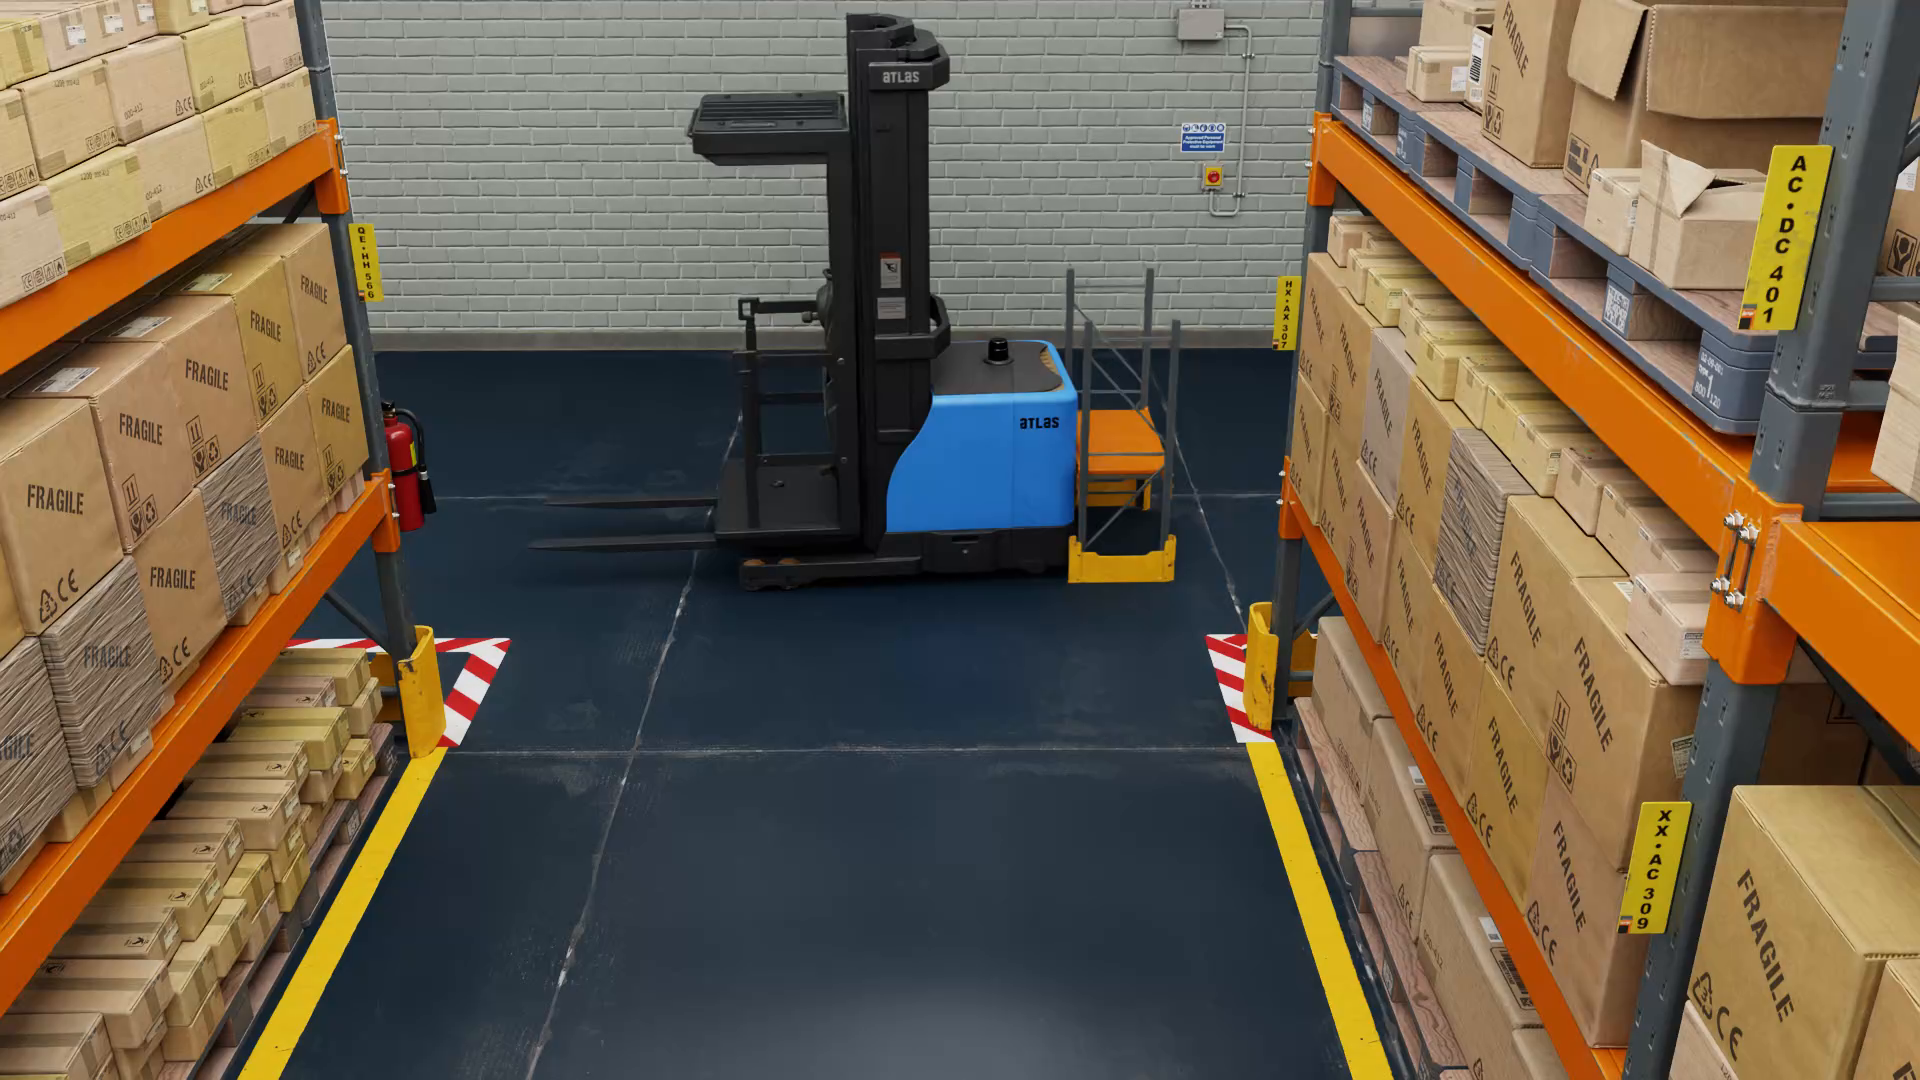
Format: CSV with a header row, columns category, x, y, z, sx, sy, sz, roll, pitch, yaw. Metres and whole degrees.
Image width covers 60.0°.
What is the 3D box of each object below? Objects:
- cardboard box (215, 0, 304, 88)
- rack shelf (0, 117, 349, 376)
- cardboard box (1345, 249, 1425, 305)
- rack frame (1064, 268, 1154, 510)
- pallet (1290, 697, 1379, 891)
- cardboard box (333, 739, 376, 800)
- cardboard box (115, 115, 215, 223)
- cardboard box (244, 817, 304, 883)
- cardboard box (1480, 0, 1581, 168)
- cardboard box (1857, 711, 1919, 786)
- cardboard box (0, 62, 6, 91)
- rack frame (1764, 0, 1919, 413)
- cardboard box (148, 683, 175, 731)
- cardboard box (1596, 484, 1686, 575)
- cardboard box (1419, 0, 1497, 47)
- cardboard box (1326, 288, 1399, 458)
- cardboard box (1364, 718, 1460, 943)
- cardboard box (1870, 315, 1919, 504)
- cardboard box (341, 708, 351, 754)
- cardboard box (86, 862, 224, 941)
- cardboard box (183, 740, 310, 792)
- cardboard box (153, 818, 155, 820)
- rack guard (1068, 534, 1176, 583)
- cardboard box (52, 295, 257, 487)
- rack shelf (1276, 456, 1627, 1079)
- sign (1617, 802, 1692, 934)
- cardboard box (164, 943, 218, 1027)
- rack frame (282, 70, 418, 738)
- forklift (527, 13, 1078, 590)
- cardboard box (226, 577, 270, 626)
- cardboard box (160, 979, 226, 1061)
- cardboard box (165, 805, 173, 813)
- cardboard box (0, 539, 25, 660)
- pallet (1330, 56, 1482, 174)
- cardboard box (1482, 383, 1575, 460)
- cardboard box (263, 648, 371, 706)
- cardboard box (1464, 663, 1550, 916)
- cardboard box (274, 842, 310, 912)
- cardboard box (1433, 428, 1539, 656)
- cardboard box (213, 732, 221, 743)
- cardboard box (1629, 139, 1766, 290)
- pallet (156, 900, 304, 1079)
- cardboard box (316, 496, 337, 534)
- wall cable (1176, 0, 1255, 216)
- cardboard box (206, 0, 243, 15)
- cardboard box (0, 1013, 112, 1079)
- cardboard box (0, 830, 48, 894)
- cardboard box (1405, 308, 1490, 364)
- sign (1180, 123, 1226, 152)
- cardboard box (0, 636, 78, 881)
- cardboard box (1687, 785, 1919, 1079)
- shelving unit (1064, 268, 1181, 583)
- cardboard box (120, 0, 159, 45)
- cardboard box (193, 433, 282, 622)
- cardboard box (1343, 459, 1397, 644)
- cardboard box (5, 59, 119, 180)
category,x,y,z,sx,sy,sz,roll,pitch,yaw
cardboard box,-2.738,-1.811,6.050,0.500,0.250,0.500,-1,24,-2
rack shelf,-2.975,-0.689,4.866,1.077,0.370,4.000,0,24,-1
cardboard box,1.641,-0.972,6.137,0.380,0.149,0.250,0,24,1
rack frame,0.866,-0.877,9.869,0.500,1.500,0.032,-1,24,-2
pallet,2.038,1.062,7.146,1.003,0.211,1.213,0,24,-1
cardboard box,-2.679,0.955,6.948,0.380,0.149,0.250,0,24,1
cardboard box,-2.723,-1.171,5.242,0.500,0.250,0.500,1,24,2
cardboard box,-2.680,1.142,6.174,0.380,0.149,0.250,0,24,0
cardboard box,1.824,-1.356,4.715,0.500,0.500,0.500,0,24,0
cardboard box,2.232,0.412,3.864,0.500,0.500,0.500,0,24,0
cardboard box,-2.681,-1.196,4.207,0.380,0.149,0.250,1,24,2
rack frame,1.995,-1.623,2.418,1.000,3.000,0.127,0,24,-1
cardboard box,-2.742,0.518,5.270,0.380,0.149,0.250,1,24,1
cardboard box,1.786,-0.024,4.040,0.380,0.149,0.250,0,24,0
cardboard box,2.046,-1.888,6.196,0.500,0.250,0.500,-2,24,-5
cardboard box,1.685,-0.627,6.162,0.500,0.500,0.500,-1,24,-2
cardboard box,2.077,1.087,6.306,0.875,0.438,0.875,0,24,1
cardboard box,1.651,-0.179,2.518,0.396,0.266,0.258,0,24,-1
cardboard box,-2.757,0.822,6.881,0.380,0.149,0.250,-1,24,-2
cardboard box,-2.742,1.224,5.632,0.380,0.149,0.250,0,24,0
cardboard box,-2.723,0.897,6.356,0.380,0.149,0.250,-1,24,-3
cardboard box,-3.218,1.144,6.170,0.380,0.149,0.250,-1,24,-3
rack guard,0.896,0.103,9.218,0.587,0.250,0.087,-1,24,-2
cardboard box,-2.723,-0.500,5.520,0.500,0.500,0.500,1,24,2
rack shelf,1.973,0.614,5.625,1.077,0.370,4.000,0,24,-1
sign,1.440,0.683,3.453,0.100,0.325,0.005,0,24,-1
cardboard box,-2.688,1.463,5.465,0.380,0.149,0.250,0,24,-1
rack frame,-2.997,-0.474,7.158,1.000,3.000,0.127,0,24,-1
forklift,-0.898,-1.287,9.039,3.031,2.935,1.130,-2,24,-5
cardboard box,-2.728,0.193,5.987,0.380,0.149,0.250,-1,24,-3
cardboard box,-2.691,1.596,5.531,0.380,0.149,0.250,-1,24,-2
cardboard box,-3.217,1.061,6.714,0.380,0.149,0.250,0,24,0
cardboard box,-2.736,0.137,4.111,0.500,0.500,0.500,-1,24,-2
pallet,1.970,-1.558,6.023,1.003,0.211,1.213,0,24,-1
cardboard box,1.723,-0.339,4.737,0.380,0.149,0.250,-1,24,-2
cardboard box,-2.738,0.580,7.056,0.380,0.149,0.250,0,24,0
cardboard box,1.723,0.663,4.523,0.500,0.500,0.500,-1,24,-2
cardboard box,-2.681,1.271,6.250,0.380,0.149,0.250,-1,24,-3
cardboard box,1.702,-0.003,4.781,0.500,0.500,0.500,0,24,0
cardboard box,-3.302,0.828,6.867,0.380,0.149,0.250,0,24,-1
cardboard box,1.668,-0.694,3.536,0.396,0.266,0.258,1,24,1
pallet,-3.012,1.664,5.814,1.003,0.211,1.213,0,24,-1
cardboard box,-2.746,-0.124,6.688,0.380,0.149,0.250,0,24,-1
wall cable,1.867,-3.338,12.220,0.585,1.953,0.123,0,24,-1
cardboard box,-2.773,-1.944,5.860,0.380,0.149,0.250,0,24,0
cardboard box,-2.771,1.543,4.927,0.380,0.149,0.250,-1,24,-2
cardboard box,-2.759,0.843,4.551,0.380,0.149,0.250,-1,24,-3
cardboard box,1.678,-0.652,5.430,0.380,0.149,0.250,0,24,0
sign,1.818,-3.009,12.436,0.327,0.218,0.001,0,24,-1
cardboard box,-2.719,0.584,4.336,0.500,0.500,0.500,0,24,-1
cardboard box,1.712,0.792,3.024,0.500,0.500,0.500,0,24,0
shelving unit,0.881,-0.671,9.414,0.587,1.500,1.083,-1,24,-2
cardboard box,-2.738,-1.625,5.155,0.380,0.149,0.250,-1,24,-2
cardboard box,-2.719,-0.050,5.738,0.500,0.500,0.500,0,24,0
cardboard box,1.691,0.034,5.914,0.500,0.500,0.500,0,24,-1
cardboard box,-2.734,-1.182,4.658,0.500,0.250,0.500,-1,24,-3
